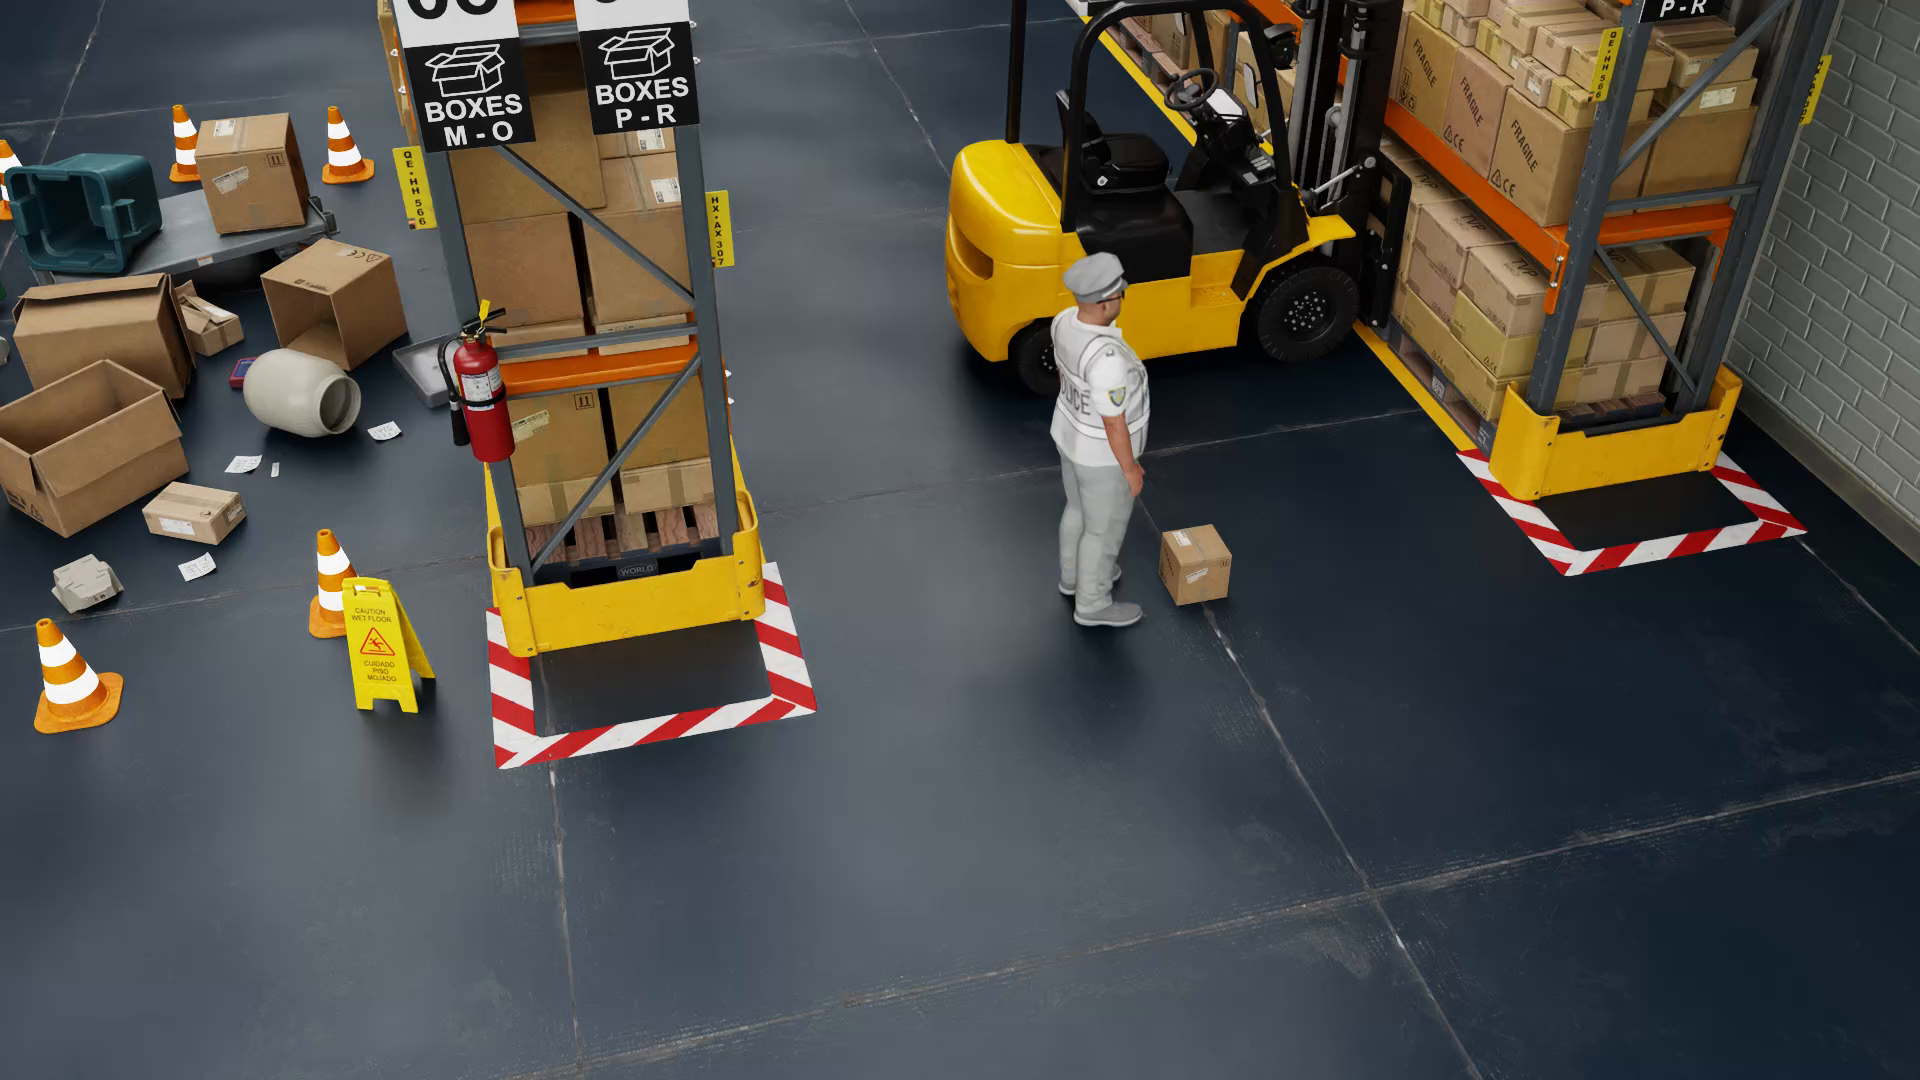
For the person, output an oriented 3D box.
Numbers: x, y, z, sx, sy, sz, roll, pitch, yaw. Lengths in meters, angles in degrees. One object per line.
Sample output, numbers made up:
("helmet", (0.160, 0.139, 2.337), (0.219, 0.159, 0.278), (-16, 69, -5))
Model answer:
("person", (0.611, -0.427, 7.215), (0.402, 1.784, 0.550), (-13, 40, -17))
